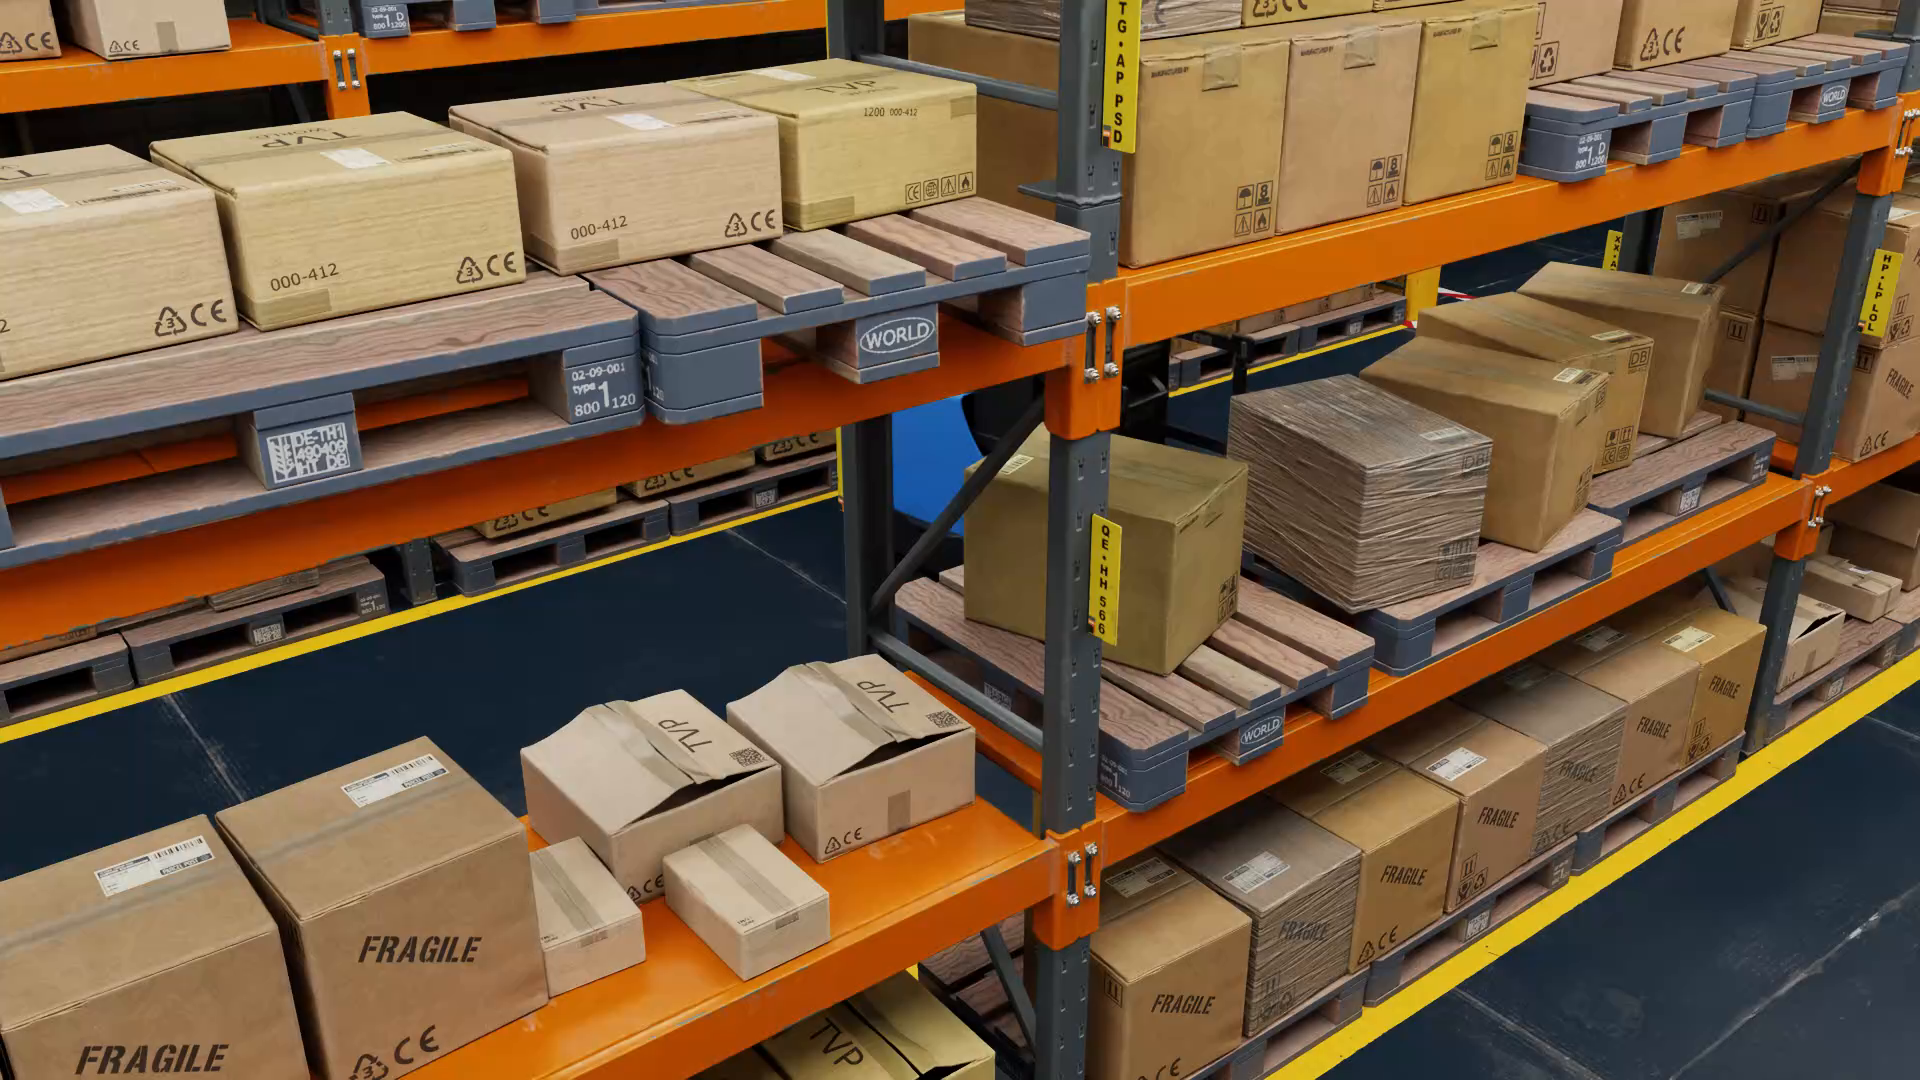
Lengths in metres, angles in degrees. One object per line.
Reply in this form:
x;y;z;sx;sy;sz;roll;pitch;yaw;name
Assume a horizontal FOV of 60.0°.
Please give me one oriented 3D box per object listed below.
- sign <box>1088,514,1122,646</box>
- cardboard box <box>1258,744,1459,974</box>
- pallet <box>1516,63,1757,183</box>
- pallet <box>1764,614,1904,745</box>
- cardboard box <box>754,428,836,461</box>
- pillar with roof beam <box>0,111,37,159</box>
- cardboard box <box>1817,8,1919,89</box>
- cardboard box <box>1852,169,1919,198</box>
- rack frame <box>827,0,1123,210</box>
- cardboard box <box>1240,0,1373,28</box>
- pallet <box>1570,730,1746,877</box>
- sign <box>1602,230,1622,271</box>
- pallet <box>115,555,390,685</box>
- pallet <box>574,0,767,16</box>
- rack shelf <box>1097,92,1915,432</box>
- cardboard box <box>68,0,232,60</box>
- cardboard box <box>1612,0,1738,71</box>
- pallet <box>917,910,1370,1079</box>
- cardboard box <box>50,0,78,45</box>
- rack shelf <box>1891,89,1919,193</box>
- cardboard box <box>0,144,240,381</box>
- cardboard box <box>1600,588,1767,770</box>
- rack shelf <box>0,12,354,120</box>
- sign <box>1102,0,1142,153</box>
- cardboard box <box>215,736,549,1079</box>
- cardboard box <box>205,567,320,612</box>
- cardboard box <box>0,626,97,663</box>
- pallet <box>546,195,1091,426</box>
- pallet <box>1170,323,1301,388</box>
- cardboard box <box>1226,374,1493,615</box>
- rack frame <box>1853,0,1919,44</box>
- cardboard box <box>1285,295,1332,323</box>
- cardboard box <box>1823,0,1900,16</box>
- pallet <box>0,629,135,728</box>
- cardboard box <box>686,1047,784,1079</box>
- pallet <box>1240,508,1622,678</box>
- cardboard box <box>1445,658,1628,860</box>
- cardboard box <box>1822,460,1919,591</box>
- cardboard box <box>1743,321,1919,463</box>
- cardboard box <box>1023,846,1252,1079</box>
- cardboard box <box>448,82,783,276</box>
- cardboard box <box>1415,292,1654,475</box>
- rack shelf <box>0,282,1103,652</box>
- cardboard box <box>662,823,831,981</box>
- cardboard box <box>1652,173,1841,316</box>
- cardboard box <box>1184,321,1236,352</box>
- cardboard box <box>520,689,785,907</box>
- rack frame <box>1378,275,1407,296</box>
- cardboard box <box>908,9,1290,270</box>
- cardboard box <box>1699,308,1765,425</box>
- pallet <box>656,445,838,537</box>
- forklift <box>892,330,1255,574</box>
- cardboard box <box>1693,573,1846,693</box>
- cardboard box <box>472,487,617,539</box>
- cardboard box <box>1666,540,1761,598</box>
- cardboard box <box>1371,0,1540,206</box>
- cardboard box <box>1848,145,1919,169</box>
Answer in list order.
0.356;0.100;4.095;0.005;0.325;0.100;-18;31;-34;sign
1.352;1.087;5.792;0.500;0.500;0.500;-19;31;-35;cardboard box
1.788;-1.455;5.483;1.003;0.211;1.213;-18;31;-34;pallet
3.699;0.490;7.943;1.213;0.211;1.003;-18;31;-34;pallet
-1.030;-1.008;9.914;0.750;0.750;0.750;-17;30;-33;cardboard box
-1.949;-2.442;3.821;0.400;9.000;9.100;-18;31;-34;pillar with roof beam
3.694;-1.934;6.468;0.500;0.250;0.500;-18;31;-34;cardboard box
4.109;-1.259;7.093;0.500;0.500;0.500;-19;31;-36;cardboard box
0.011;-2.279;3.471;0.127;3.000;1.000;-18;31;-34;rack frame
0.759;-1.661;4.396;0.500;0.500;0.500;-18;31;-34;cardboard box
2.542;0.892;7.077;1.213;0.211;1.003;-18;31;-34;pallet
2.818;-1.167;7.173;0.005;0.325;0.100;-18;31;-34;sign
-3.665;0.270;8.418;1.213;0.211;1.003;-18;31;-34;pallet
-1.697;-2.949;8.702;1.213;0.211;1.003;-17;30;-32;pallet
1.585;-1.111;5.373;4.000;0.370;1.077;-18;31;-34;rack shelf
-3.449;-2.250;7.055;0.500;0.311;0.500;-18;31;-34;cardboard box
2.205;-1.951;5.591;0.600;0.600;0.600;-19;31;-35;cardboard box
0.622;1.526;5.711;1.213;0.211;1.003;-18;31;-34;pallet
-3.757;-2.502;7.372;0.500;0.500;0.500;-18;31;-34;cardboard box
4.732;-2.150;7.612;4.000;0.370;1.077;-18;31;-34;rack shelf
-1.595;-0.478;2.833;0.500;0.250;0.500;-21;32;-38;cardboard box
2.947;0.561;6.925;0.500;0.500;0.500;-18;31;-34;cardboard box
-4.623;-1.712;6.668;4.000;0.370;1.077;-18;31;-34;rack shelf
0.347;-1.003;3.576;0.005;0.325;0.100;-18;31;-34;sign
-1.300;0.838;3.762;0.500;0.500;0.500;-20;32;-37;cardboard box
-3.583;-0.059;8.261;0.500;0.500;0.700;-18;30;-33;cardboard box
-4.434;0.175;7.757;0.500;0.500;0.700;-18;31;-34;cardboard box
-0.468;-0.627;3.698;1.003;0.211;1.213;-17;30;-32;pallet
1.706;-1.462;12.150;1.213;0.211;1.003;-18;31;-34;pallet
1.274;-0.169;5.433;0.500;0.500;0.700;-12;28;-24;cardboard box
3.158;-3.318;5.710;0.127;3.000;1.000;-18;31;-34;rack frame
2.364;-1.987;12.440;0.500;0.500;0.700;-18;31;-34;cardboard box
3.694;-2.160;6.362;0.500;0.250;0.500;-18;31;-34;cardboard box
-4.624;0.585;7.739;1.213;0.211;1.003;-18;31;-34;pallet
-0.654;1.600;4.341;0.500;0.311;0.500;-19;31;-35;cardboard box
1.538;0.023;5.866;1.213;0.211;1.003;-18;31;-34;pallet
2.158;0.817;6.374;0.500;0.500;0.500;-18;30;-33;cardboard box
4.634;-0.154;8.461;0.637;0.503;0.797;-18;31;-34;cardboard box
3.728;-0.684;7.042;0.500;0.500;0.500;-17;30;-33;cardboard box
0.545;1.353;5.218;0.500;0.500;0.500;-17;30;-32;cardboard box
-0.713;-0.762;3.445;0.500;0.250;0.500;-17;30;-33;cardboard box
2.146;-0.584;6.327;0.500;0.500;0.700;-13;28;-26;cardboard box
-1.563;-0.072;3.134;4.000;0.370;1.077;-18;31;-34;rack shelf
-0.526;0.882;4.086;0.250;0.149;0.380;-18;31;-34;cardboard box
3.397;-1.313;7.209;0.500;0.500;0.500;-18;30;-34;cardboard box
1.553;-1.716;11.854;0.500;0.500;0.700;-17;30;-33;cardboard box
-0.813;0.651;4.390;0.500;0.311;0.500;-19;31;-35;cardboard box
3.246;-3.276;12.745;0.127;3.000;1.000;-18;31;-34;rack frame
0.333;-1.088;4.349;0.500;0.500;0.910;-18;31;-34;cardboard box
3.393;-0.857;7.414;0.500;0.500;0.500;-18;30;-33;cardboard box
-1.423;-0.428;9.921;1.213;0.211;1.003;-18;31;-34;pallet
0.860;-1.026;7.978;3.031;2.935;1.130;22;33;39;forklift
3.622;0.386;7.526;0.500;0.311;0.500;-18;31;-34;cardboard box
-2.389;-0.561;8.949;0.750;0.750;0.750;-19;31;-35;cardboard box
3.432;0.096;7.927;0.500;0.500;0.500;-18;31;-34;cardboard box
1.144;-1.356;4.926;0.500;0.500;0.910;-18;31;-34;cardboard box
4.195;-1.577;7.779;0.500;0.500;0.500;-18;30;-34;cardboard box
